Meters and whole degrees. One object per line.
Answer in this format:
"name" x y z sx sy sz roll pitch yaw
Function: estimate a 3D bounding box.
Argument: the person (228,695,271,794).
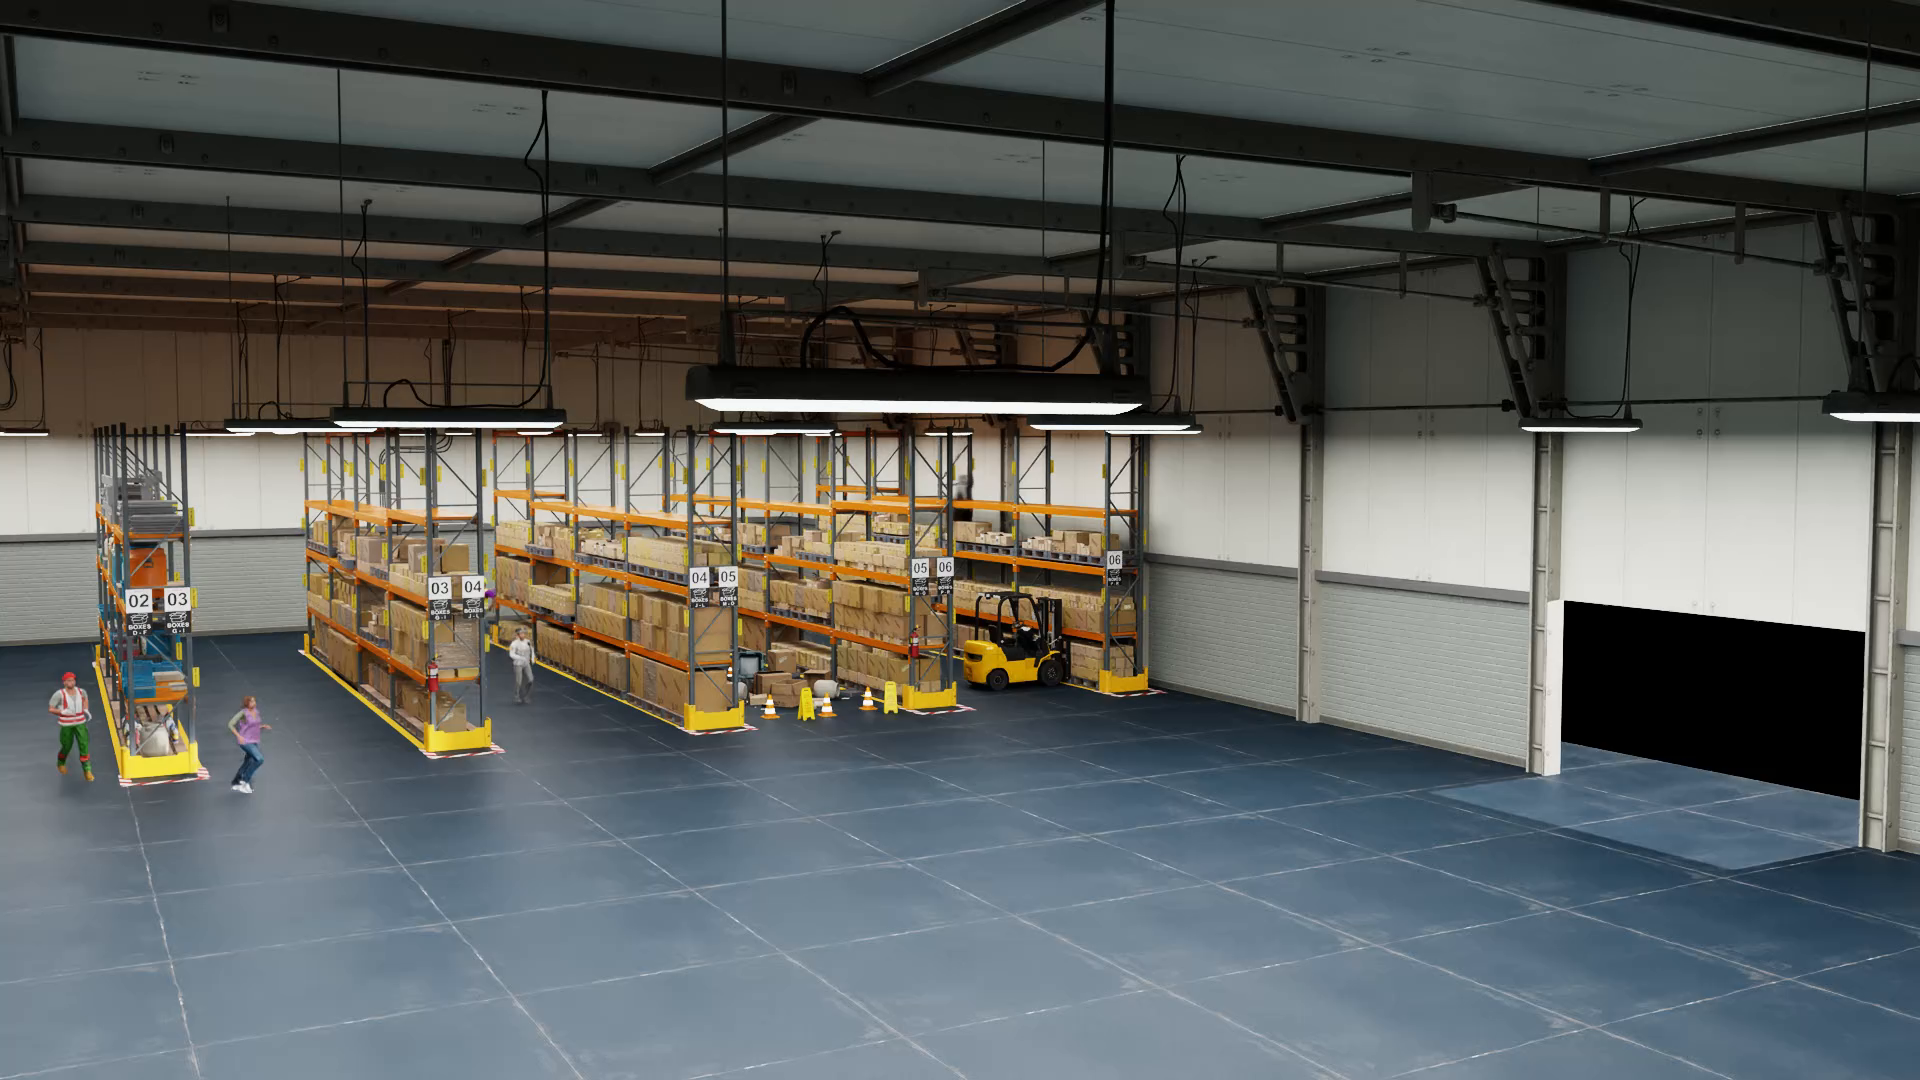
"person" -11.484 3.300 26.922 0.647 1.591 0.510 0 3 7

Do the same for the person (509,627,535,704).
"person" -9.419 2.720 35.889 0.643 1.703 0.653 -3 4 -39

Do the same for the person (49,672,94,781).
"person" -14.952 3.118 27.967 0.934 1.808 0.671 3 5 44

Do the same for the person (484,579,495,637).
"person" -13.672 1.969 47.376 0.981 1.731 0.753 -3 5 -42
